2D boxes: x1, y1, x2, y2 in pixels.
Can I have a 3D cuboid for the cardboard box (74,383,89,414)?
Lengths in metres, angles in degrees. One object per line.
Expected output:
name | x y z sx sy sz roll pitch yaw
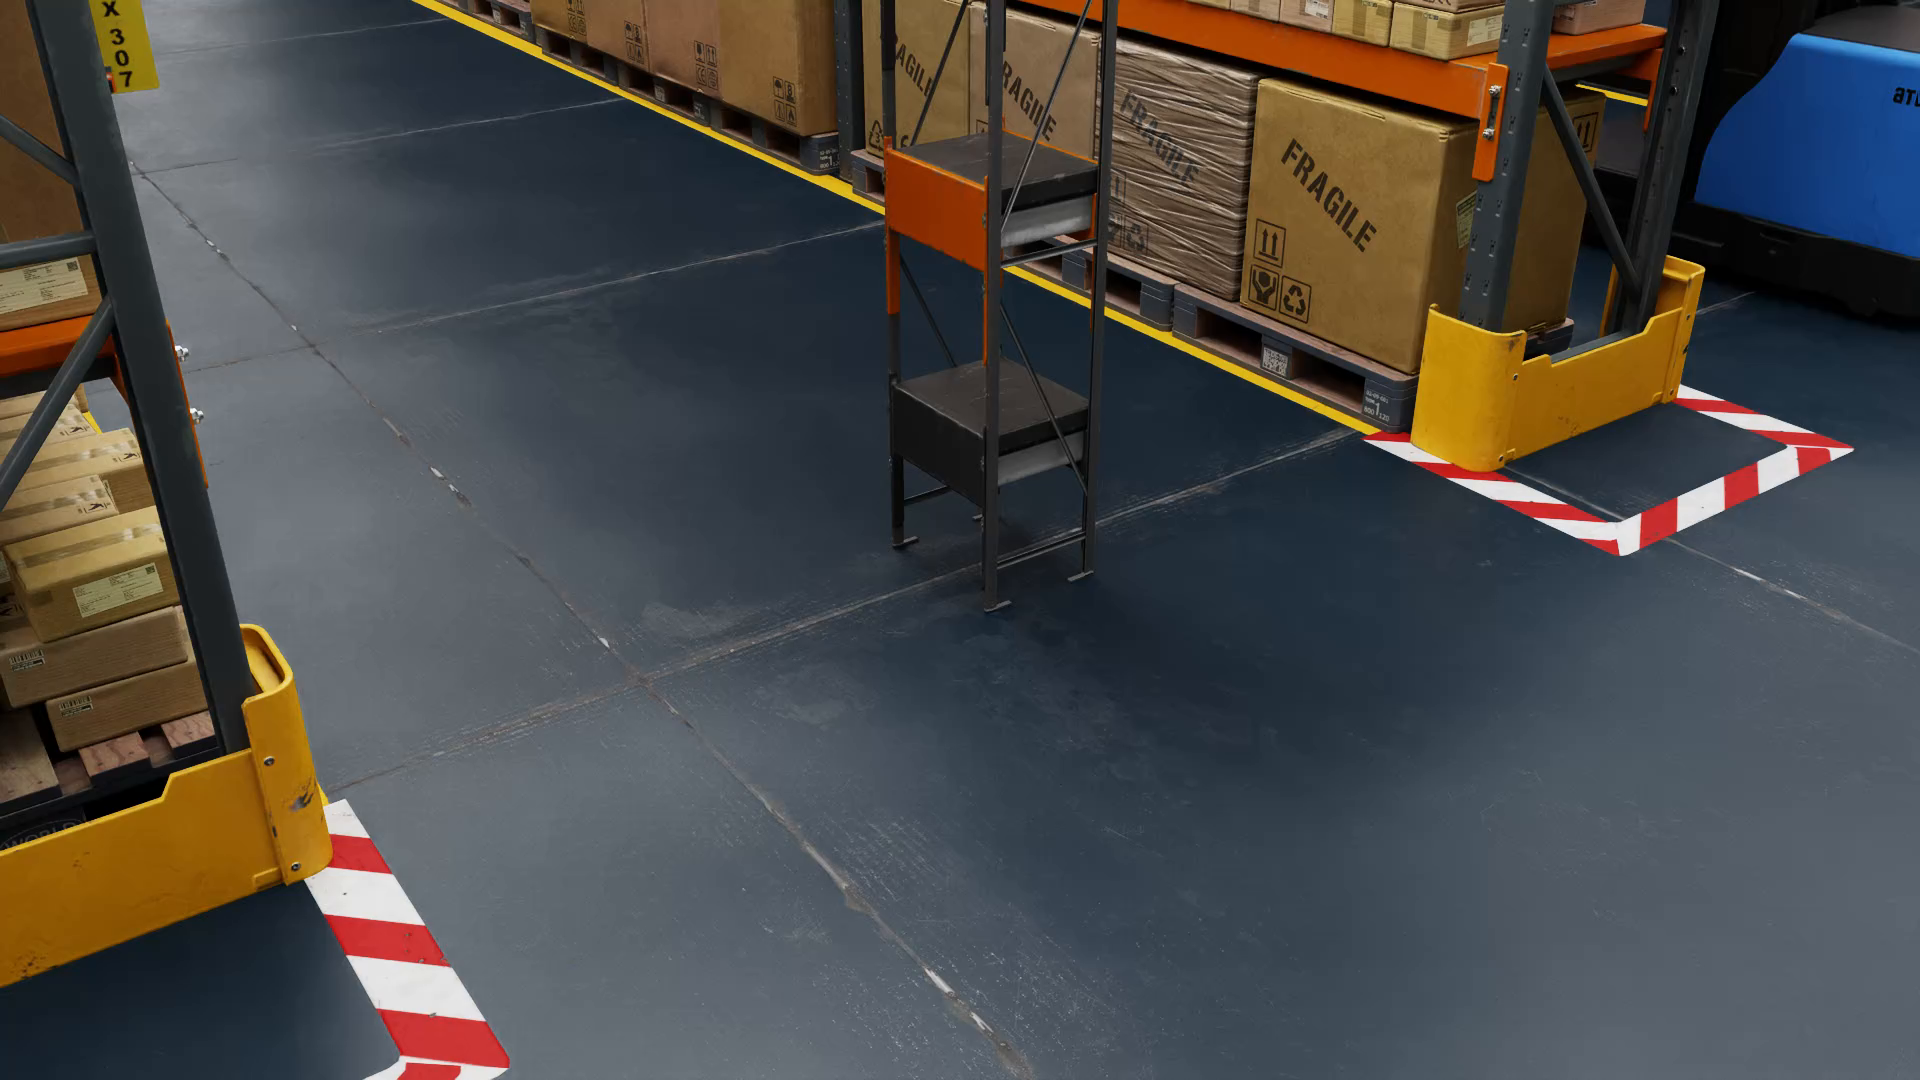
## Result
cardboard box | -2.776 -0.436 4.834 0.380 0.149 0.250 -18 33 -30

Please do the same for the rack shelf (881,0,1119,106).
rack shelf | 0.096 -1.461 4.303 0.431 0.518 0.480 -19 34 -31

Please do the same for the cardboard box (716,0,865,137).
cardboard box | -0.578 -2.822 9.089 1.225 0.875 0.875 -19 34 -30

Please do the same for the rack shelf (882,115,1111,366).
rack shelf | 0.096 -0.846 4.637 0.431 0.518 0.480 -19 34 -31

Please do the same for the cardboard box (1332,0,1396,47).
cardboard box | 1.503 -1.810 5.703 0.380 0.149 0.250 -18 33 -30

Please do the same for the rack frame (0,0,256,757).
rack frame | -1.969 -0.439 2.915 1.000 3.000 0.127 -19 34 -31

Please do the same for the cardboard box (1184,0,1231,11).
cardboard box | 1.061 -2.106 6.249 0.380 0.149 0.250 -20 34 -32

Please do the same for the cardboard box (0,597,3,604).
cardboard box | -2.391 0.031 4.285 0.380 0.149 0.250 -18 33 -30

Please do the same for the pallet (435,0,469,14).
pallet | -3.666 -4.436 13.196 1.003 0.211 1.213 -19 34 -31

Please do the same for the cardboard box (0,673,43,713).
cardboard box | -2.231 0.258 4.179 0.380 0.149 0.250 -19 34 -31

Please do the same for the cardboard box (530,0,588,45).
cardboard box | -2.127 -3.860 11.000 1.225 0.875 0.875 -21 35 -33

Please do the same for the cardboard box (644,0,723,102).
cardboard box | -1.097 -3.169 9.728 1.225 0.875 0.875 -20 34 -32

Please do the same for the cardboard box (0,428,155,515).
cardboard box | -2.296 -0.137 4.283 0.380 0.149 0.250 -19 34 -31

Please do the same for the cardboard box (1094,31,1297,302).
cardboard box | 1.165 -1.604 6.847 0.875 0.875 0.875 -19 34 -31

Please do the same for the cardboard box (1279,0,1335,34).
cardboard box | 1.357 -1.909 5.885 0.380 0.149 0.250 -19 34 -31

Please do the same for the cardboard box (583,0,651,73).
cardboard box | -1.617 -3.511 10.358 1.225 0.875 0.875 -19 34 -30

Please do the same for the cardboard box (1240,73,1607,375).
cardboard box | 1.693 -1.250 6.195 0.875 0.875 0.875 -19 34 -31

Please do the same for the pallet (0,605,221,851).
pallet | -2.456 0.431 4.235 1.003 0.211 1.213 -19 34 -31

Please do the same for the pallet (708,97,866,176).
pallet | -0.699 -2.381 9.414 1.003 0.211 1.213 -19 34 -31

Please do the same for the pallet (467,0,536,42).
pallet | -2.963 -3.962 12.323 1.003 0.211 1.213 -19 34 -31

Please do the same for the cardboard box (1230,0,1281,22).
cardboard box | 1.213 -2.006 6.064 0.380 0.149 0.250 -18 33 -30

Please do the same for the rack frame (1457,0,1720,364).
rack frame | 2.130 -1.773 5.371 1.000 3.000 0.127 -19 34 -31

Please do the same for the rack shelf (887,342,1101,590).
rack shelf | 0.096 -0.231 4.971 0.431 0.518 0.480 -19 34 -31

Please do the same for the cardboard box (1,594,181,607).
cardboard box | -2.177 0.102 4.155 0.380 0.149 0.250 -19 34 -31

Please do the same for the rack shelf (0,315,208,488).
rack shelf | -3.129 -0.900 4.519 1.077 0.370 4.000 -19 34 -31

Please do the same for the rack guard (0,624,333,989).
rack guard | -2.013 0.630 3.566 1.175 0.500 0.348 -19 34 -31

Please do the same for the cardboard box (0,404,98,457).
cardboard box | -2.507 -0.211 4.419 0.380 0.149 0.250 -21 35 -33

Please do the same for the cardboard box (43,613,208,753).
cardboard box | -2.012 0.337 4.034 0.380 0.149 0.250 -18 33 -30

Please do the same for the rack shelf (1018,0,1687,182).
rack shelf | 0.970 -2.234 6.974 1.077 0.370 4.000 -19 34 -31

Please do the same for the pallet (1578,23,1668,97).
pallet | 4.302 -3.198 10.918 1.003 0.211 1.213 -19 34 -31

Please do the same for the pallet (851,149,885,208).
pallet | 0.187 -1.785 8.316 1.003 0.211 1.213 -19 34 -31

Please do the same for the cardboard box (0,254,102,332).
cardboard box | -1.890 -0.545 3.374 0.380 0.149 0.250 -19 34 -31

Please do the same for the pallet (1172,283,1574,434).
pallet | 1.602 -0.836 6.569 1.003 0.211 1.213 -19 34 -31

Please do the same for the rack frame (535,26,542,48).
rack frame | -2.511 -4.883 11.098 1.000 3.000 0.127 -19 34 -31

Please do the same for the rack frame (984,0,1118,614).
rack frame | 0.238 -0.763 4.456 0.400 2.100 0.015 -19 34 -31

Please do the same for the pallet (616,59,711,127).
pallet | -1.411 -2.856 10.288 1.003 0.211 1.213 -19 34 -31

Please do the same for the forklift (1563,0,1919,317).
forklift | 3.372 -2.834 7.397 1.130 2.935 3.031 -20 34 -33

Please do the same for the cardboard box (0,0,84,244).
cardboard box | -2.005 -0.865 3.283 0.500 0.500 0.500 -17 33 -28

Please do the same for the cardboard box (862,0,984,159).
cardboard box | 0.127 -2.300 8.128 0.875 0.875 0.875 -19 34 -31

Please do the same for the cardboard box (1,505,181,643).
cardboard box | -1.996 0.070 3.902 0.380 0.149 0.250 -21 35 -33

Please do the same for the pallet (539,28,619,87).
pallet | -2.115 -3.330 11.160 1.003 0.211 1.213 -19 34 -31

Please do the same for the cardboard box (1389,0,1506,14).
cardboard box | 1.632 -1.952 5.548 0.500 0.250 0.500 -19 34 -31

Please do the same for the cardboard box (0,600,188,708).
cardboard box | -2.064 0.224 3.930 0.380 0.149 0.250 -17 33 -29

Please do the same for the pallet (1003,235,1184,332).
pallet | 0.899 -1.310 7.442 1.003 0.211 1.213 -19 34 -31

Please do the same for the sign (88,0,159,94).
sign | -1.527 -0.970 2.985 0.100 0.325 0.005 -19 34 -31

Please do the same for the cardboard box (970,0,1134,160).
cardboard box | 0.649 -1.950 7.484 0.875 0.875 0.875 -19 34 -31

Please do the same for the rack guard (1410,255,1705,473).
rack guard | 2.144 -0.665 5.951 1.175 0.500 0.348 -19 34 -31

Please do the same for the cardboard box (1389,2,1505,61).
cardboard box | 1.655 -1.710 5.518 0.380 0.149 0.250 -18 33 -30

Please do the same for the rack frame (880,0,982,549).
rack frame | -0.046 -0.953 4.805 0.400 2.100 0.015 -19 34 -31

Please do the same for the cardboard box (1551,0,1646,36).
cardboard box | 2.193 -1.892 5.853 0.380 0.149 0.250 -18 33 -30

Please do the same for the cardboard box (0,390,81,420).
cardboard box | -2.660 -0.321 4.622 0.380 0.149 0.250 -17 33 -29

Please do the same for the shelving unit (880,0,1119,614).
shelving unit | 0.096 -0.858 4.630 0.431 2.100 0.503 -19 34 -31

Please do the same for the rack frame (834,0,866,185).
rack frame | -0.190 -3.328 8.234 1.000 3.000 0.127 -19 34 -31

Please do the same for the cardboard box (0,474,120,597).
cardboard box | -2.254 -0.004 4.038 0.380 0.149 0.250 -18 33 -30
